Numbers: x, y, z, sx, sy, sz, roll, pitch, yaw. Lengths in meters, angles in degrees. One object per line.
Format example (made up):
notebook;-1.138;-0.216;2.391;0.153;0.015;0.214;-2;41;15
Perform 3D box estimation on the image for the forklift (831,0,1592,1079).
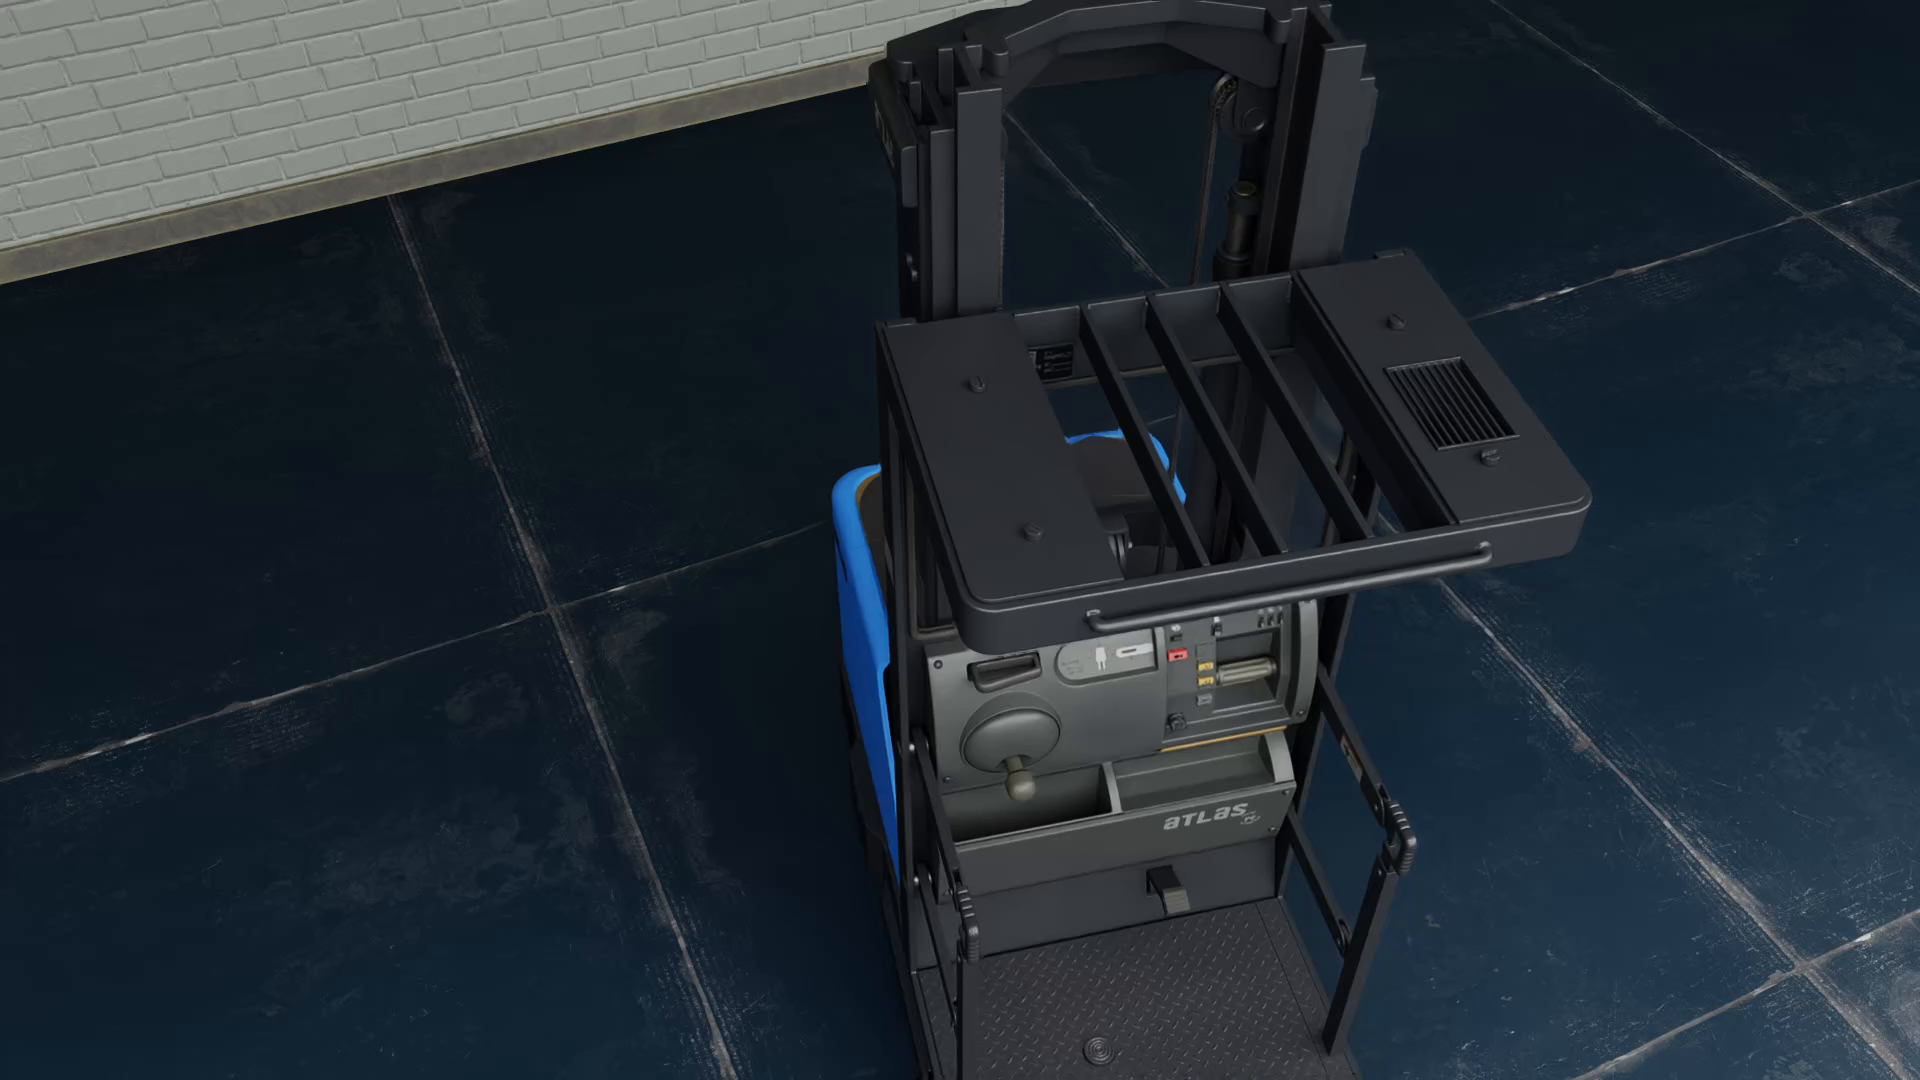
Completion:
forklift;0.437;0.445;3.712;1.130;2.935;3.031;-9;45;-9
